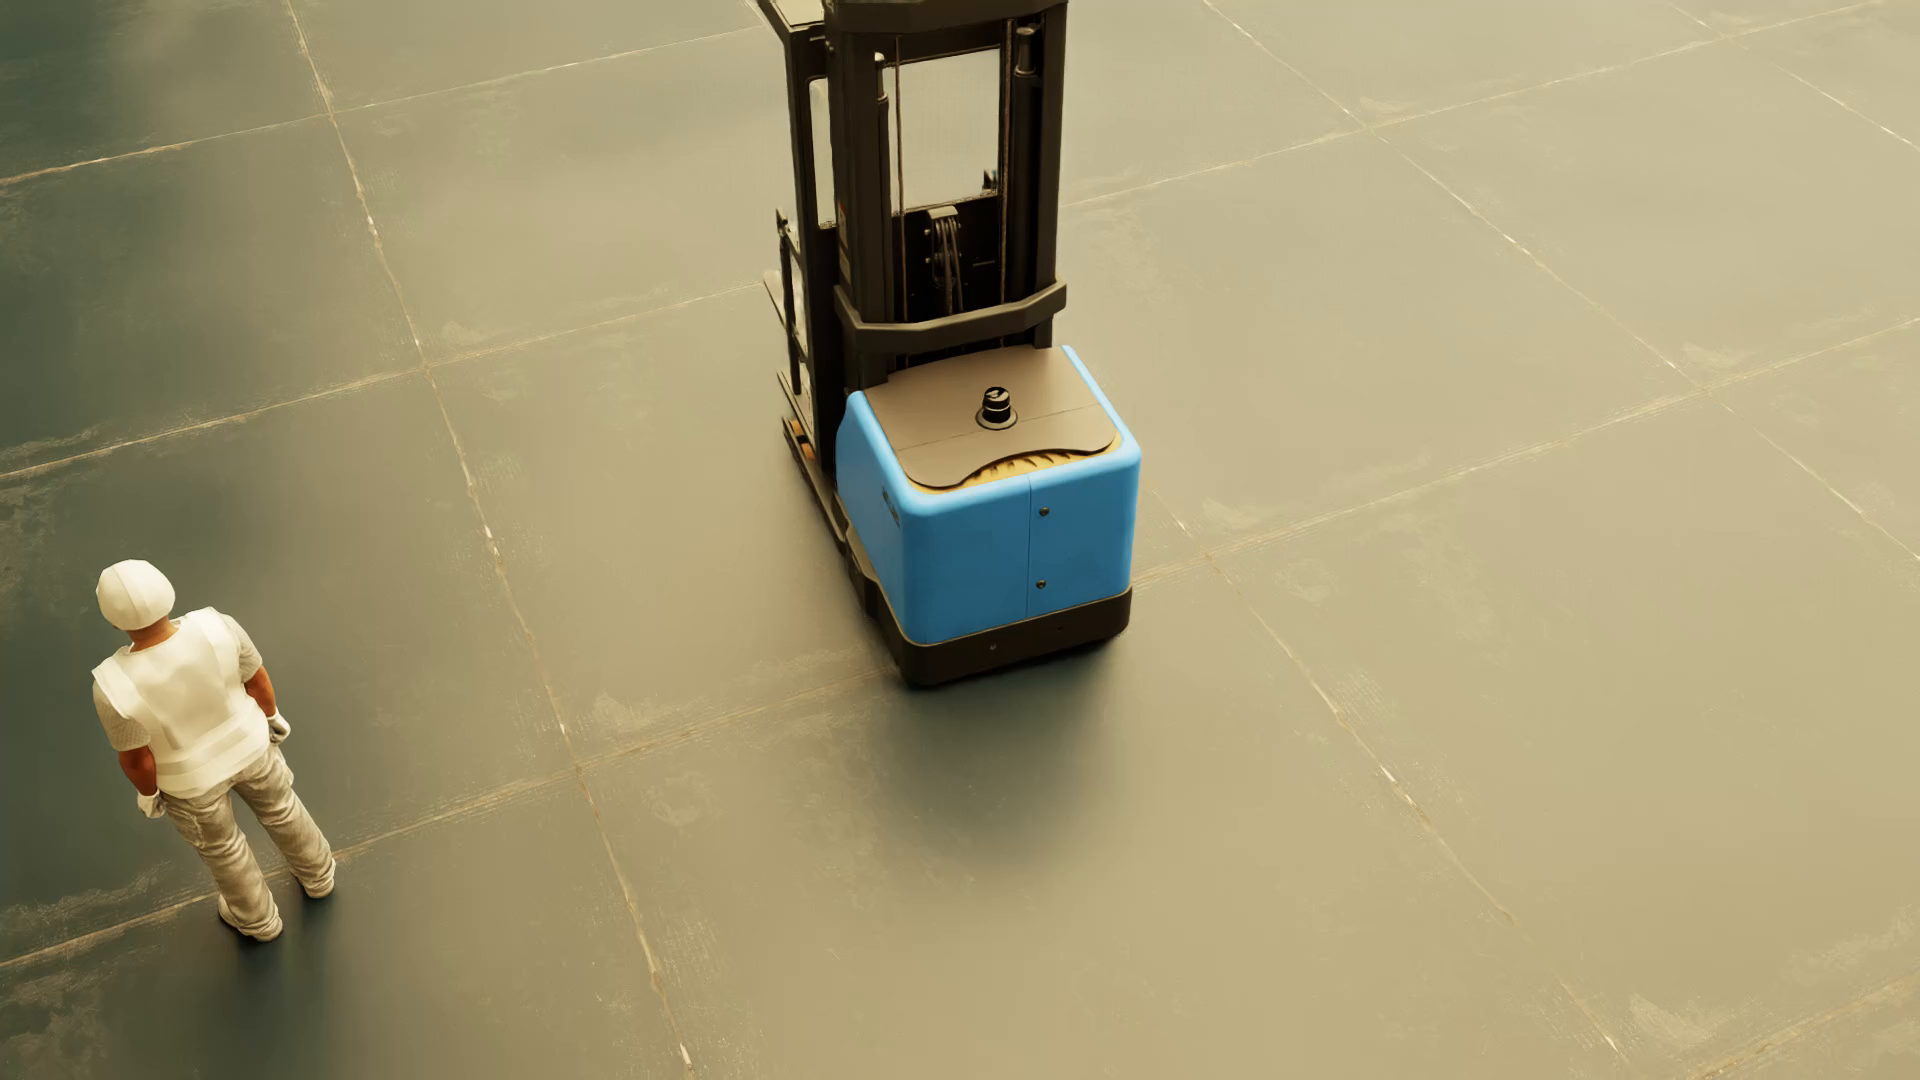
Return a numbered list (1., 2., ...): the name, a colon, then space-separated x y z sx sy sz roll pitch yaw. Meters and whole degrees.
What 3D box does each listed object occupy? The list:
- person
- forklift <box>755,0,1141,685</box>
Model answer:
1. person: -2.597 0.730 5.737 0.371 1.790 0.544 32 52 29
2. forklift: -0.237 -1.475 7.261 1.130 2.935 3.031 -14 45 -15
